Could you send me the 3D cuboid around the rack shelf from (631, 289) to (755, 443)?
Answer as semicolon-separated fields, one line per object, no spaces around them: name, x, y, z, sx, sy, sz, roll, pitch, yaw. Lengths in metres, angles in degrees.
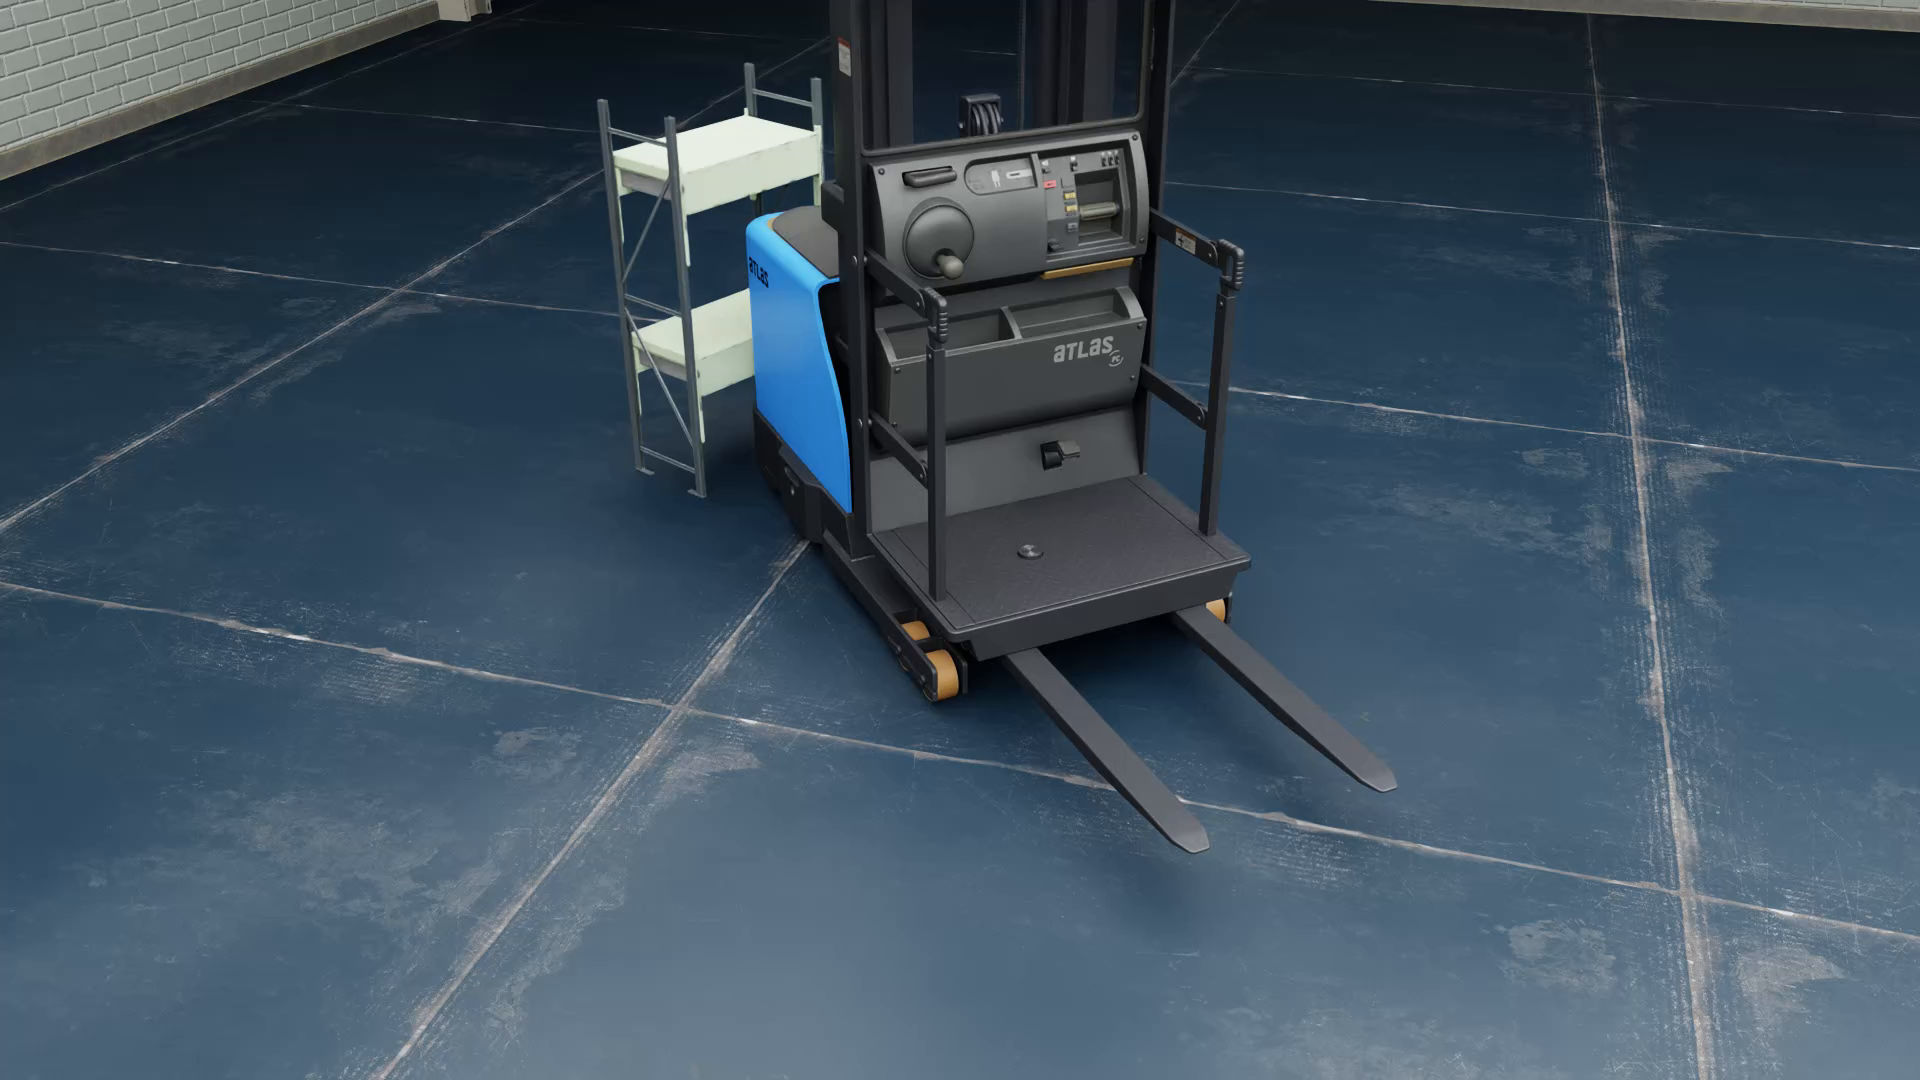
rack shelf;-0.923;-0.734;6.696;0.431;0.370;0.720;22;36;34

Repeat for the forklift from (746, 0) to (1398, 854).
forklift;0.264;-1.006;5.043;1.130;2.935;3.031;-13;32;-22

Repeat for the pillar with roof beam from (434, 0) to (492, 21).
pillar with roof beam;-0.182;-7.867;11.136;9.100;9.000;0.400;8;30;15

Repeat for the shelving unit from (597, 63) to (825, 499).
shelving unit;-0.923;-1.019;6.538;0.431;1.500;0.755;22;36;34

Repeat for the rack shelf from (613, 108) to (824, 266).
rack shelf;-0.923;-1.360;6.348;0.431;0.370;0.720;22;36;34

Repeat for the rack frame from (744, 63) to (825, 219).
rack frame;-0.688;-1.155;6.783;0.400;1.500;0.023;22;36;34

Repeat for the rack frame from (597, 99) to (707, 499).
rack frame;-1.158;-0.882;6.293;0.400;1.500;0.023;22;36;34
